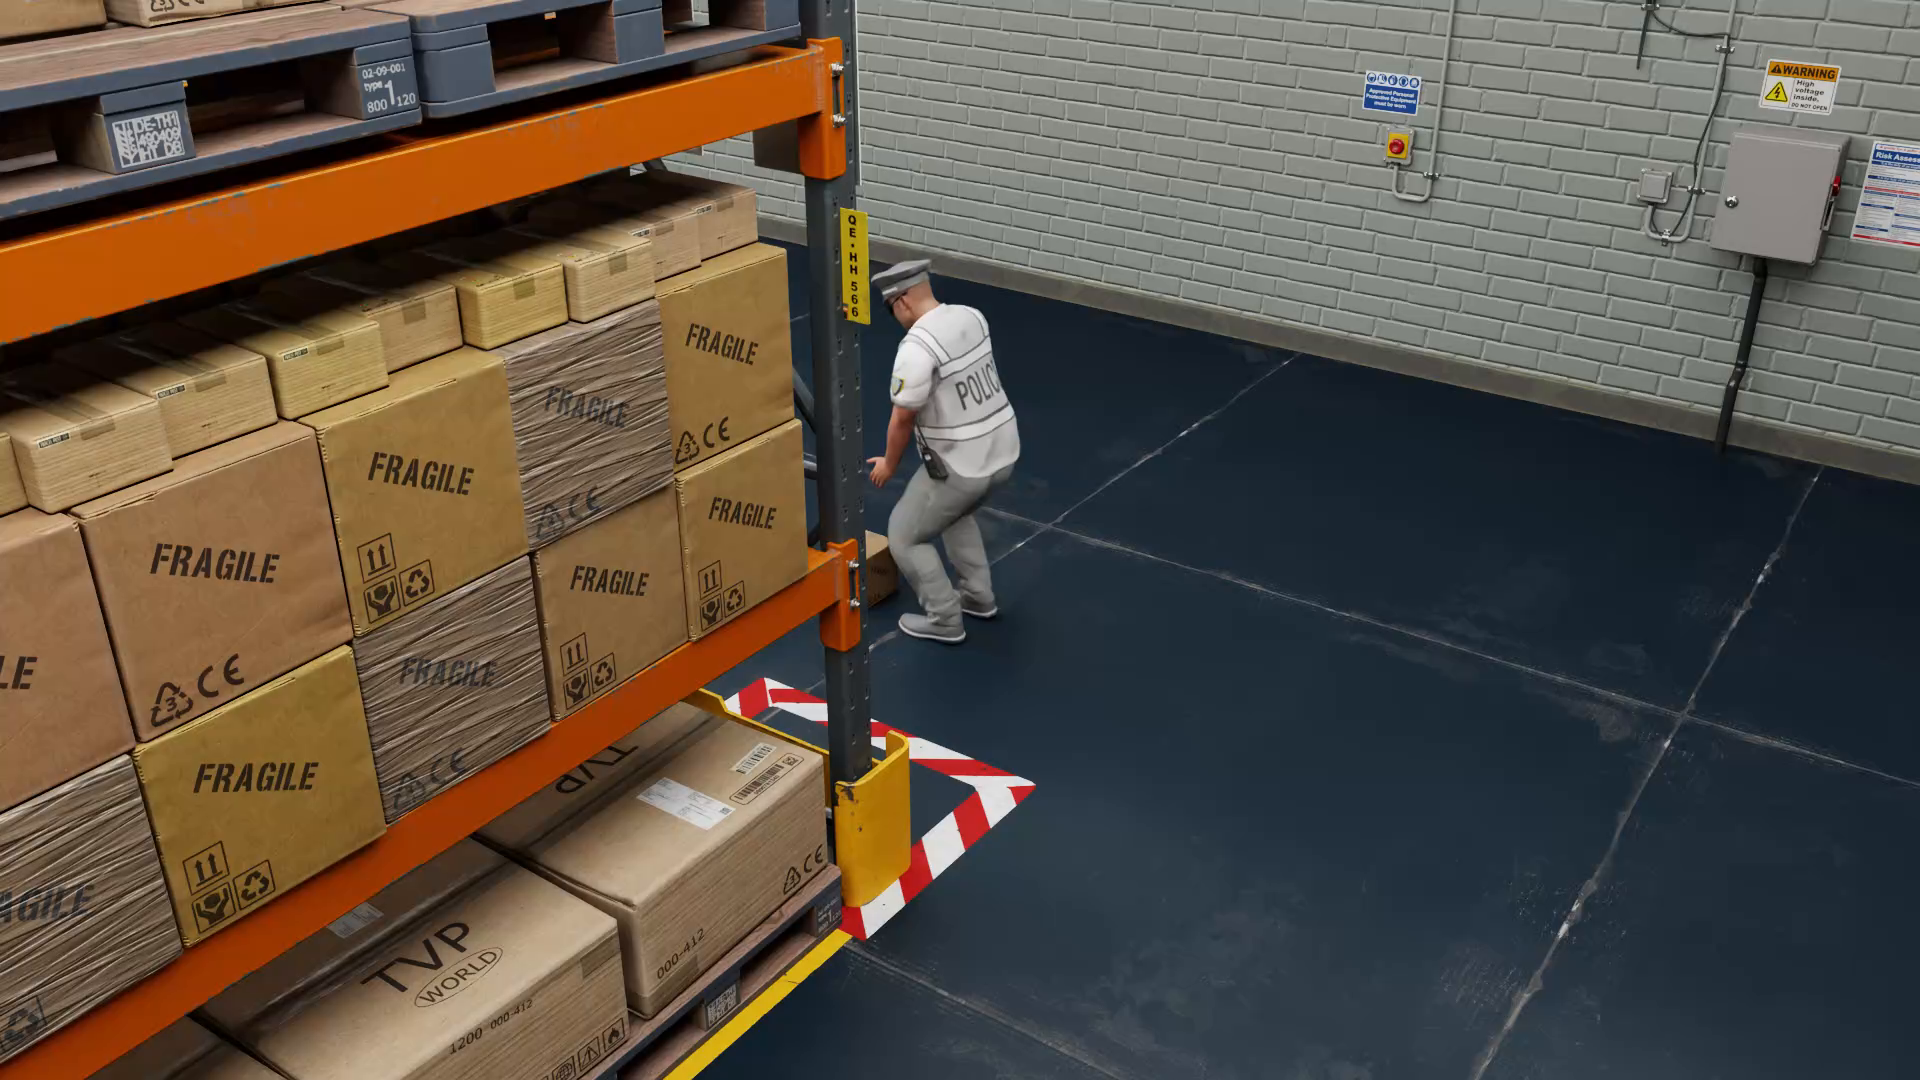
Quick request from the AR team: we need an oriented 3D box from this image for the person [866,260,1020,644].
[{"bbox_3d":[-0.081,-0.352,6.958,0.608,1.629,0.575,18,32,31],"label":"person"}]
